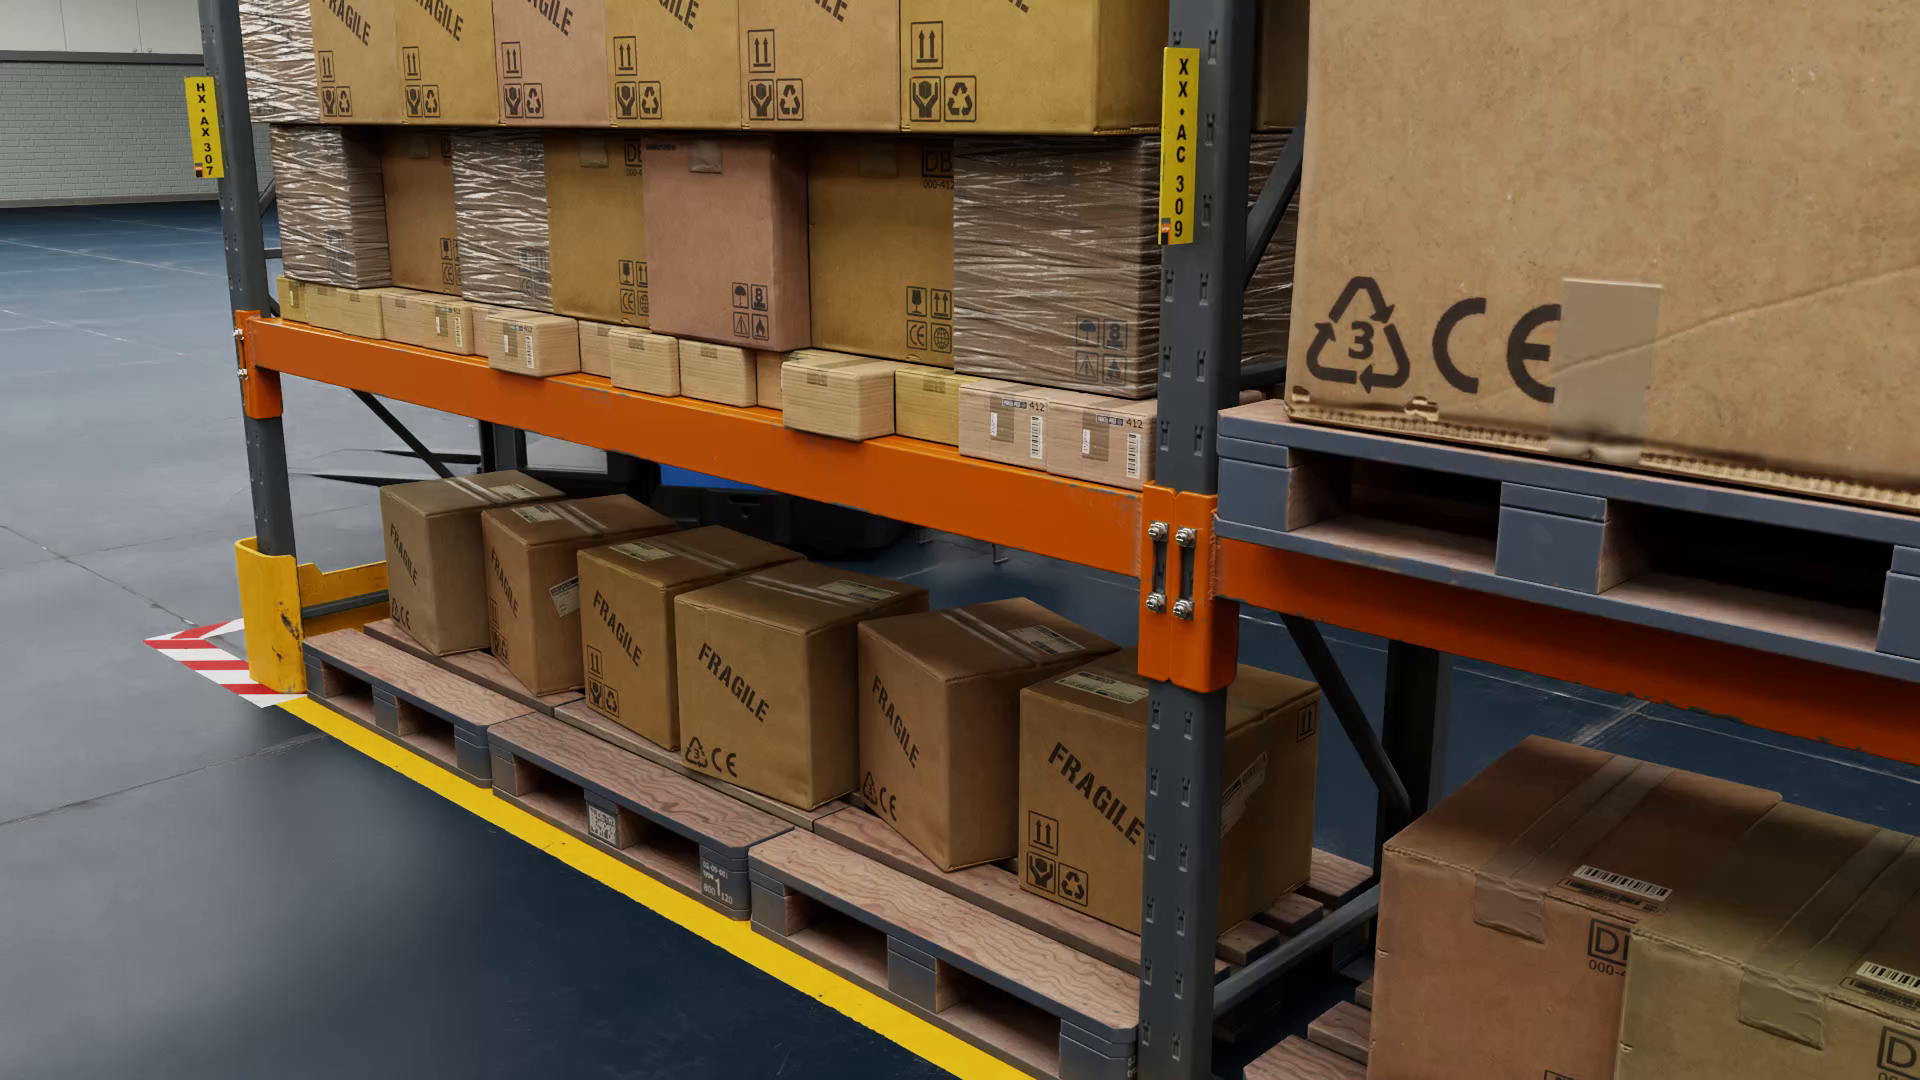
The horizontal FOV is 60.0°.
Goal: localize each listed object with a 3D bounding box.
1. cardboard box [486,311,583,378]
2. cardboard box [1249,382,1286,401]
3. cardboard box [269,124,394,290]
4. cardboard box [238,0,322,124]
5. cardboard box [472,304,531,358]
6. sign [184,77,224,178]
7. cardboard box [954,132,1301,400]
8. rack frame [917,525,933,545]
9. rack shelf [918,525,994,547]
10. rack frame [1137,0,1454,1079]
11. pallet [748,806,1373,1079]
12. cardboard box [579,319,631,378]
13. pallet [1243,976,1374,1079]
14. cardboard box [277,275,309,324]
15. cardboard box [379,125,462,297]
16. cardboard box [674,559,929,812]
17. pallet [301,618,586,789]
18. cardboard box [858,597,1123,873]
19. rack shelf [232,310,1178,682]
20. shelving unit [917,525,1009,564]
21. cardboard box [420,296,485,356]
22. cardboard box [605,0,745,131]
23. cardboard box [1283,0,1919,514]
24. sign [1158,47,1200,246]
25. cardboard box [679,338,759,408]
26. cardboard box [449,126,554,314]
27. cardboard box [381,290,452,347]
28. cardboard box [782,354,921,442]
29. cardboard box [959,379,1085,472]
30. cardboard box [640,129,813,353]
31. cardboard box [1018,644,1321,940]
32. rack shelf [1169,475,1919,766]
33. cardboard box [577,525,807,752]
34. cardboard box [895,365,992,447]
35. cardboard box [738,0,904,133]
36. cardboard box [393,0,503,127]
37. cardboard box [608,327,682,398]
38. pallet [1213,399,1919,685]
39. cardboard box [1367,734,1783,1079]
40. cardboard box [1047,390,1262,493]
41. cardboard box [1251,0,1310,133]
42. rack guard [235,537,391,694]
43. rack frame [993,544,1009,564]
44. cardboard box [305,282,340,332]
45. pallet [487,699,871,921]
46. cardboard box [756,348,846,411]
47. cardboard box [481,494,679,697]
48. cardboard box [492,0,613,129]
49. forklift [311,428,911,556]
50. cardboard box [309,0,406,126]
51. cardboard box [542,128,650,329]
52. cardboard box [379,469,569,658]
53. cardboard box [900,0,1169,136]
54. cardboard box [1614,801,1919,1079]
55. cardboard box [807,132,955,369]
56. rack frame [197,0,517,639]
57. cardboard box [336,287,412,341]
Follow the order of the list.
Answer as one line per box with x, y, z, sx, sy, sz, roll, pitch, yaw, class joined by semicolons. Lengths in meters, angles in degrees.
-1.081;-0.556;4.616;0.250;0.149;0.380;14;20;42;cardboard box
0.801;-0.322;3.716;0.250;0.149;0.380;14;20;42;cardboard box
-1.756;-1.142;5.578;0.500;0.500;0.875;14;20;42;cardboard box
-1.926;-1.582;5.282;0.500;0.500;0.500;14;20;42;cardboard box
-1.189;-0.619;4.856;0.250;0.149;0.380;14;20;42;cardboard box
-2.509;-1.371;5.530;0.005;0.325;0.100;14;20;42;sign
0.466;-0.633;3.626;0.500;0.500;0.875;14;20;42;cardboard box
-0.056;-1.030;7.720;0.015;2.100;0.400;14;20;42;rack frame
0.119;-0.297;7.736;0.480;0.518;0.431;14;20;42;rack shelf
0.747;-0.351;3.330;0.127;3.000;1.000;14;20;42;rack frame
0.239;0.887;4.108;1.213;0.211;1.003;14;20;42;pallet
-0.808;-0.537;4.541;0.250;0.149;0.380;14;20;42;cardboard box
1.308;1.134;3.160;1.213;0.211;1.003;14;20;42;pallet
-2.093;-0.836;5.691;0.250;0.149;0.380;14;20;42;cardboard box
-1.313;-1.076;5.326;0.500;0.500;0.875;14;20;42;cardboard box
-0.432;0.385;4.631;0.500;0.500;0.500;11;18;37;cardboard box
-1.518;0.460;5.747;1.213;0.211;1.003;14;20;42;pallet
0.069;0.479;4.268;0.500;0.500;0.500;-8;16;-27;cardboard box
-0.693;-0.353;4.764;4.000;0.370;1.077;14;20;42;rack shelf
0.119;-0.987;7.556;0.503;2.100;0.431;14;20;42;shelving unit
-1.387;-0.658;5.005;0.250;0.149;0.380;14;20;42;cardboard box
-0.488;-1.231;3.936;0.500;0.500;0.500;14;20;42;cardboard box
1.222;-0.680;2.571;1.000;1.000;1.000;14;20;43;cardboard box
0.376;-0.670;2.838;0.005;0.325;0.100;14;20;42;sign
-0.477;-0.442;4.176;0.250;0.149;0.380;14;20;42;cardboard box
-0.983;-0.981;4.960;0.500;0.500;0.875;14;20;42;cardboard box
-1.562;-0.703;5.178;0.250;0.149;0.380;14;20;42;cardboard box
-0.181;-0.337;3.776;0.250;0.149;0.380;14;20;42;cardboard box
0.215;-0.259;3.476;0.250;0.149;0.380;14;20;42;cardboard box
-0.300;-0.796;4.252;0.500;0.500;0.875;14;20;42;cardboard box
0.487;0.578;3.889;0.500;0.500;0.500;13;19;41;cardboard box
2.187;0.347;2.078;4.000;0.370;1.077;14;20;42;rack shelf
-0.803;0.279;5.037;0.500;0.500;0.500;-12;19;-39;cardboard box
0.076;-0.314;3.686;0.250;0.149;0.380;14;20;42;cardboard box
-0.129;-1.143;3.600;0.500;0.500;0.500;14;20;42;cardboard box
-1.210;-1.406;4.606;0.500;0.500;0.500;14;20;42;cardboard box
-0.682;-0.479;4.319;0.250;0.149;0.380;14;20;42;cardboard box
1.196;-0.098;2.740;1.213;0.211;1.003;14;20;42;pallet
1.174;0.757;3.163;0.500;0.500;0.700;12;19;38;cardboard box
0.388;-0.214;3.302;0.250;0.149;0.380;14;20;42;cardboard box
0.599;-1.152;3.633;0.500;0.500;0.500;14;20;42;cardboard box
-2.078;0.172;6.281;0.348;0.500;1.175;14;20;42;rack guard
0.295;-0.944;7.392;0.015;2.100;0.400;14;20;42;rack frame
-1.926;-0.789;5.510;0.250;0.149;0.380;14;20;42;cardboard box
-0.644;0.674;4.928;1.213;0.211;1.003;14;20;42;pallet
-0.269;-0.405;4.036;0.250;0.149;0.380;14;20;42;cardboard box
-1.241;0.166;5.470;0.500;0.500;0.500;-9;17;-30;cardboard box
-0.846;-1.319;4.274;0.500;0.500;0.500;14;20;42;cardboard box
-1.698;-1.522;7.961;3.031;2.935;1.130;3;15;13;forklift
-1.571;-1.493;4.941;0.500;0.500;0.500;14;20;42;cardboard box
-0.631;-0.891;4.616;0.500;0.500;0.875;14;20;42;cardboard box
-1.695;0.068;5.848;0.500;0.500;0.500;-10;18;-34;cardboard box
0.232;-1.056;3.265;0.500;0.500;0.500;14;20;42;cardboard box
1.504;0.844;2.829;0.500;0.500;0.700;14;20;42;cardboard box
0.130;-0.727;3.986;0.500;0.500;0.875;14;20;42;cardboard box
-2.133;-1.051;6.017;0.127;3.000;1.000;14;20;42;rack frame
-1.757;-0.743;5.332;0.250;0.149;0.380;14;20;42;cardboard box
